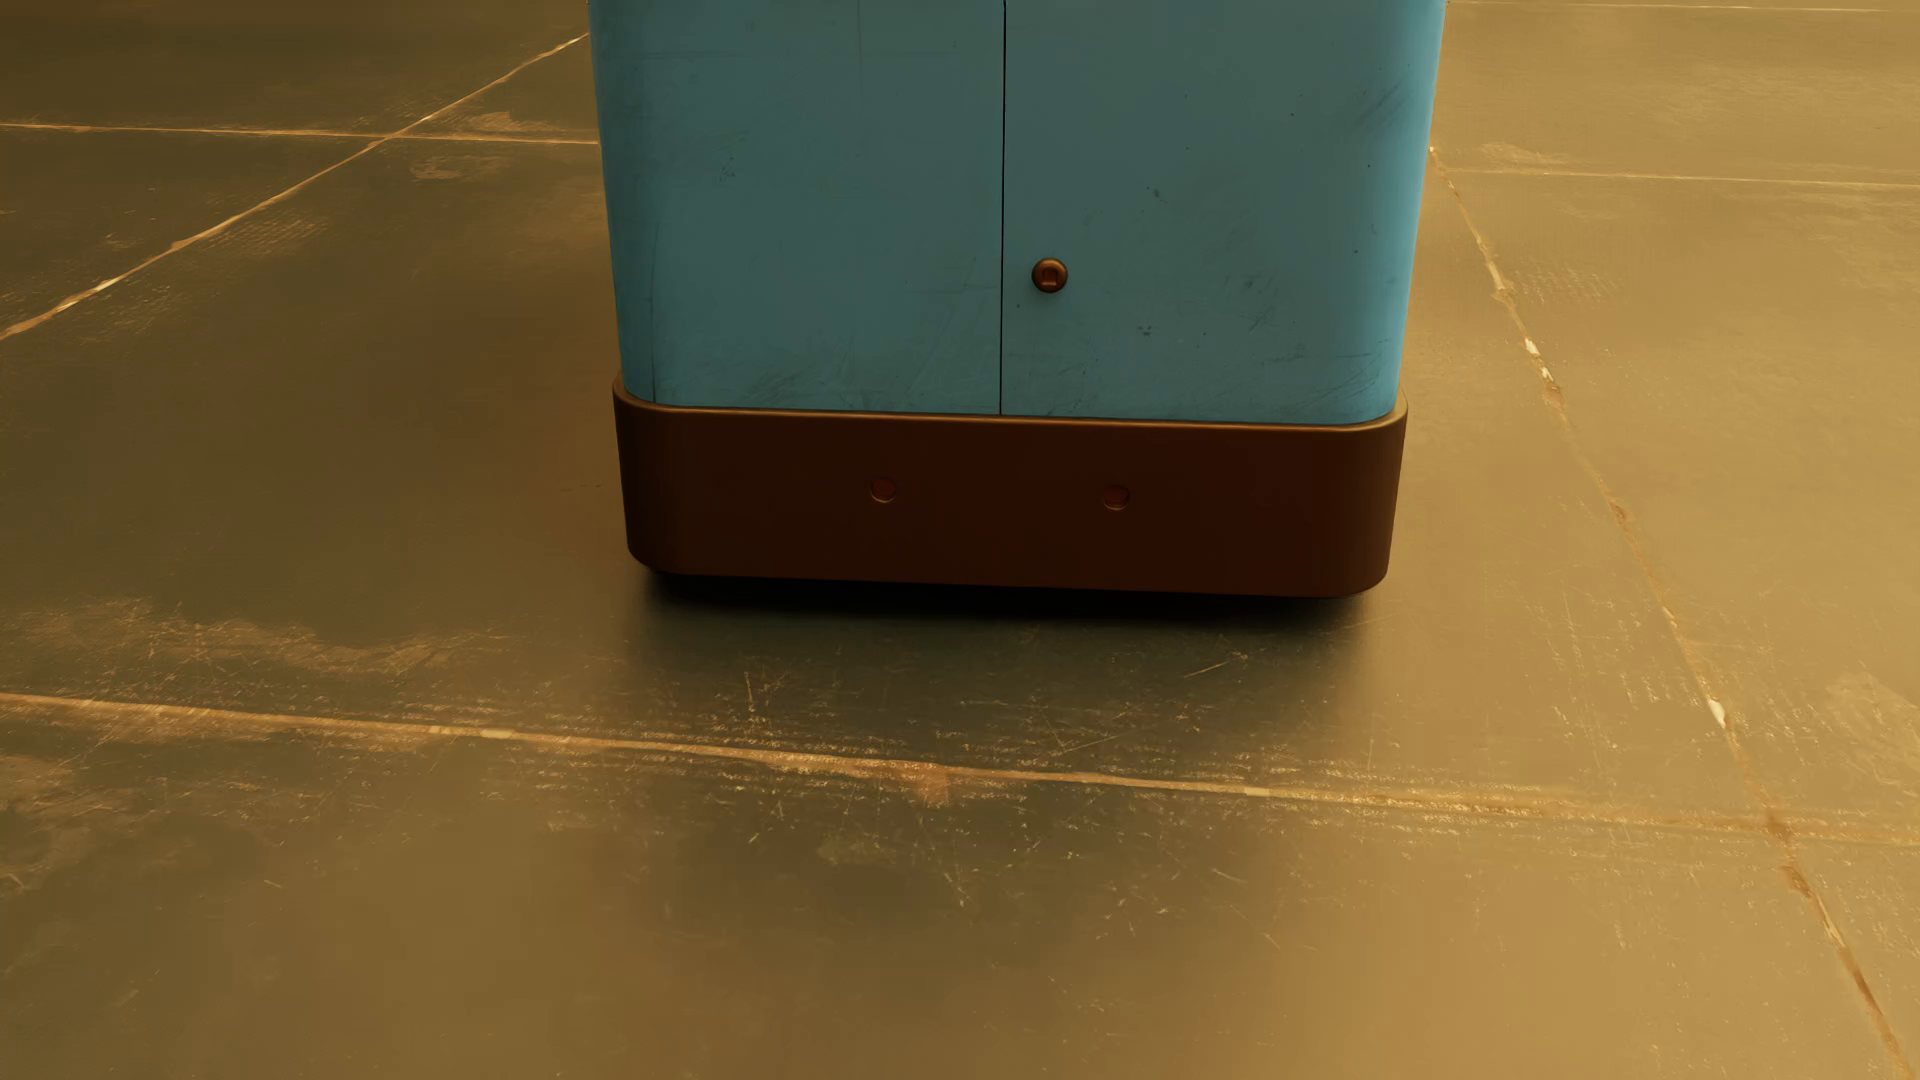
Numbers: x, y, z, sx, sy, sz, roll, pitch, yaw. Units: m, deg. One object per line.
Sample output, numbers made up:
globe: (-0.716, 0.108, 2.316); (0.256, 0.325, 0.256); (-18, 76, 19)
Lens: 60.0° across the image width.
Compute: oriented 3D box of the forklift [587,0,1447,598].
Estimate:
forklift: (0.168, -1.859, 2.943); (1.130, 2.935, 3.031); (2, 27, 4)
